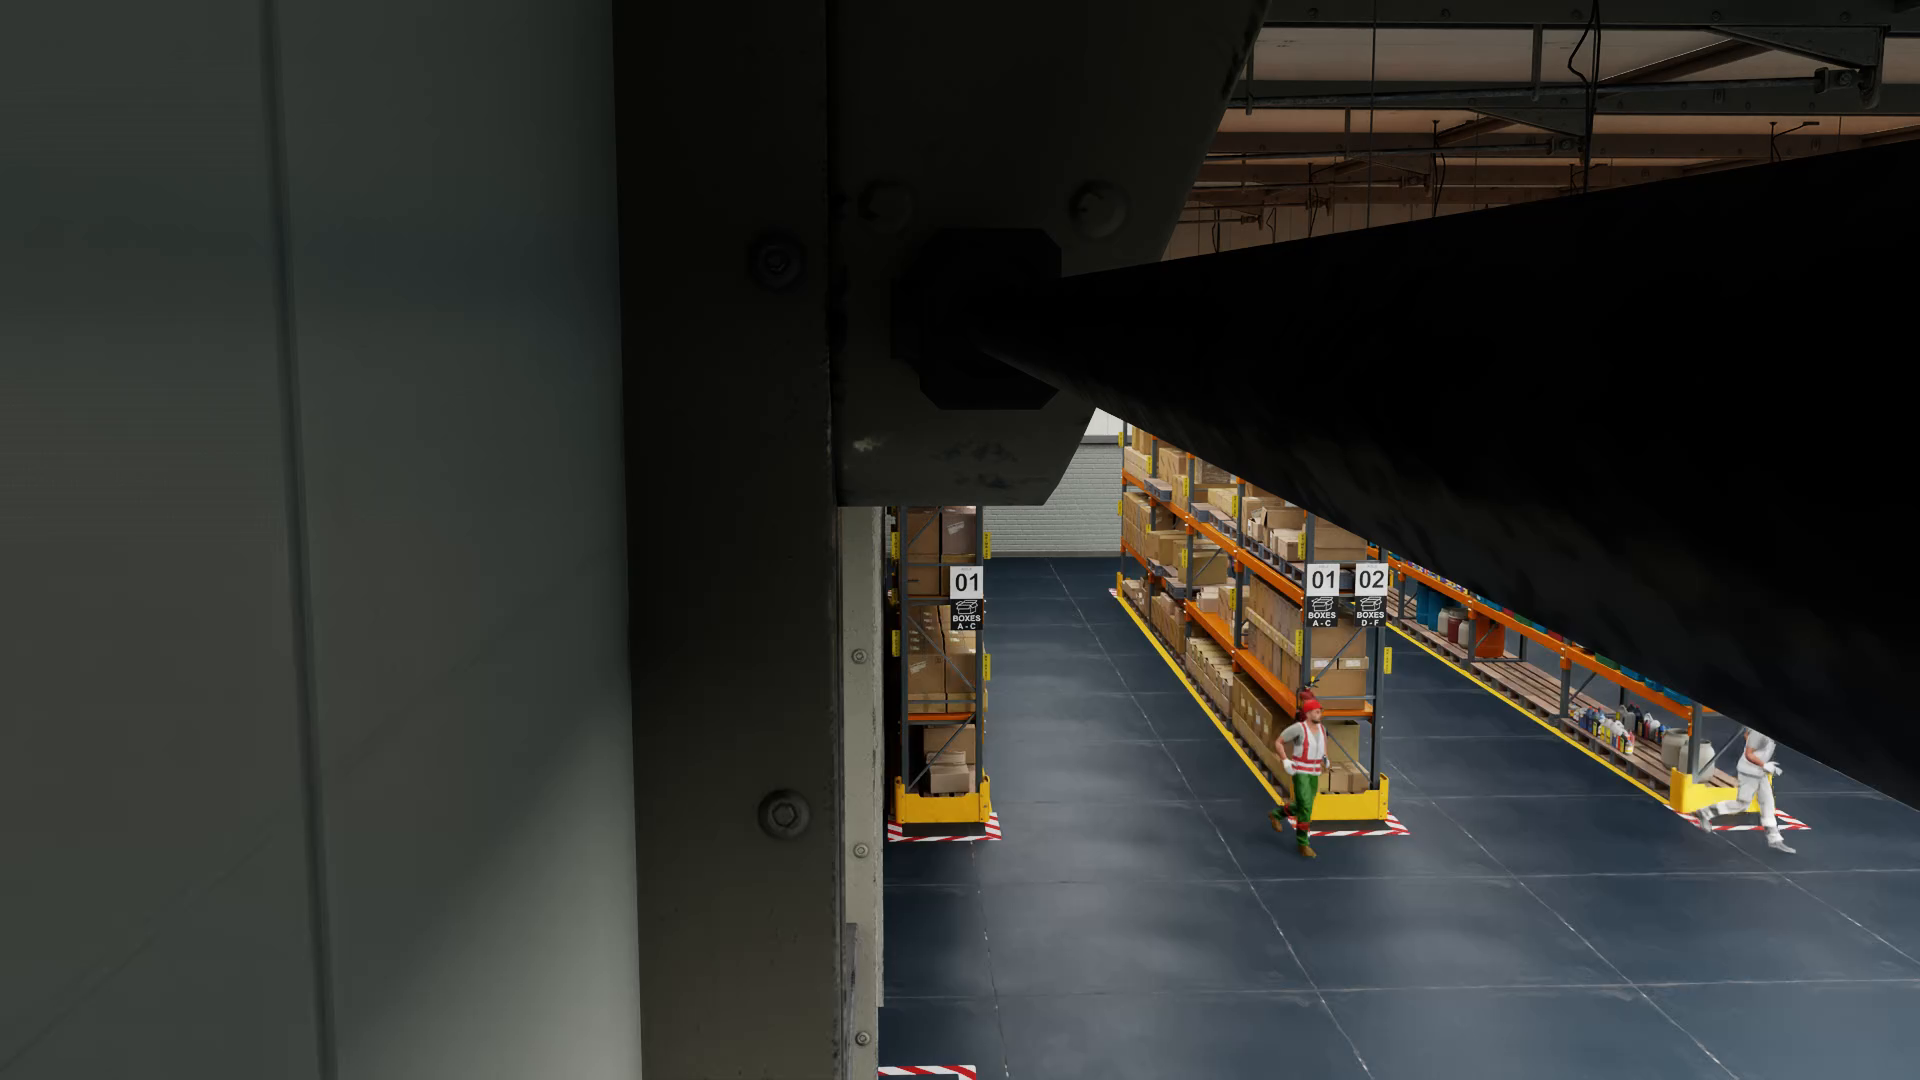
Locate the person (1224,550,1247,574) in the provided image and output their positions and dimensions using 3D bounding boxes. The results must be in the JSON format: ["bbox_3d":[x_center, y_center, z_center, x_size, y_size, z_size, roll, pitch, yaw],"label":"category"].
[{"bbox_3d":[5.937,0.601,35.359,0.505,1.539,0.662,-3,8,-18],"label":"person"}]

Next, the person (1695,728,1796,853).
[{"bbox_3d":[9.249,2.732,19.481,1.100,1.742,0.689,5,9,31],"label":"person"}]

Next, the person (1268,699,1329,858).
[{"bbox_3d":[4.034,2.743,19.546,0.707,1.779,0.873,-5,10,-32],"label":"person"}]
